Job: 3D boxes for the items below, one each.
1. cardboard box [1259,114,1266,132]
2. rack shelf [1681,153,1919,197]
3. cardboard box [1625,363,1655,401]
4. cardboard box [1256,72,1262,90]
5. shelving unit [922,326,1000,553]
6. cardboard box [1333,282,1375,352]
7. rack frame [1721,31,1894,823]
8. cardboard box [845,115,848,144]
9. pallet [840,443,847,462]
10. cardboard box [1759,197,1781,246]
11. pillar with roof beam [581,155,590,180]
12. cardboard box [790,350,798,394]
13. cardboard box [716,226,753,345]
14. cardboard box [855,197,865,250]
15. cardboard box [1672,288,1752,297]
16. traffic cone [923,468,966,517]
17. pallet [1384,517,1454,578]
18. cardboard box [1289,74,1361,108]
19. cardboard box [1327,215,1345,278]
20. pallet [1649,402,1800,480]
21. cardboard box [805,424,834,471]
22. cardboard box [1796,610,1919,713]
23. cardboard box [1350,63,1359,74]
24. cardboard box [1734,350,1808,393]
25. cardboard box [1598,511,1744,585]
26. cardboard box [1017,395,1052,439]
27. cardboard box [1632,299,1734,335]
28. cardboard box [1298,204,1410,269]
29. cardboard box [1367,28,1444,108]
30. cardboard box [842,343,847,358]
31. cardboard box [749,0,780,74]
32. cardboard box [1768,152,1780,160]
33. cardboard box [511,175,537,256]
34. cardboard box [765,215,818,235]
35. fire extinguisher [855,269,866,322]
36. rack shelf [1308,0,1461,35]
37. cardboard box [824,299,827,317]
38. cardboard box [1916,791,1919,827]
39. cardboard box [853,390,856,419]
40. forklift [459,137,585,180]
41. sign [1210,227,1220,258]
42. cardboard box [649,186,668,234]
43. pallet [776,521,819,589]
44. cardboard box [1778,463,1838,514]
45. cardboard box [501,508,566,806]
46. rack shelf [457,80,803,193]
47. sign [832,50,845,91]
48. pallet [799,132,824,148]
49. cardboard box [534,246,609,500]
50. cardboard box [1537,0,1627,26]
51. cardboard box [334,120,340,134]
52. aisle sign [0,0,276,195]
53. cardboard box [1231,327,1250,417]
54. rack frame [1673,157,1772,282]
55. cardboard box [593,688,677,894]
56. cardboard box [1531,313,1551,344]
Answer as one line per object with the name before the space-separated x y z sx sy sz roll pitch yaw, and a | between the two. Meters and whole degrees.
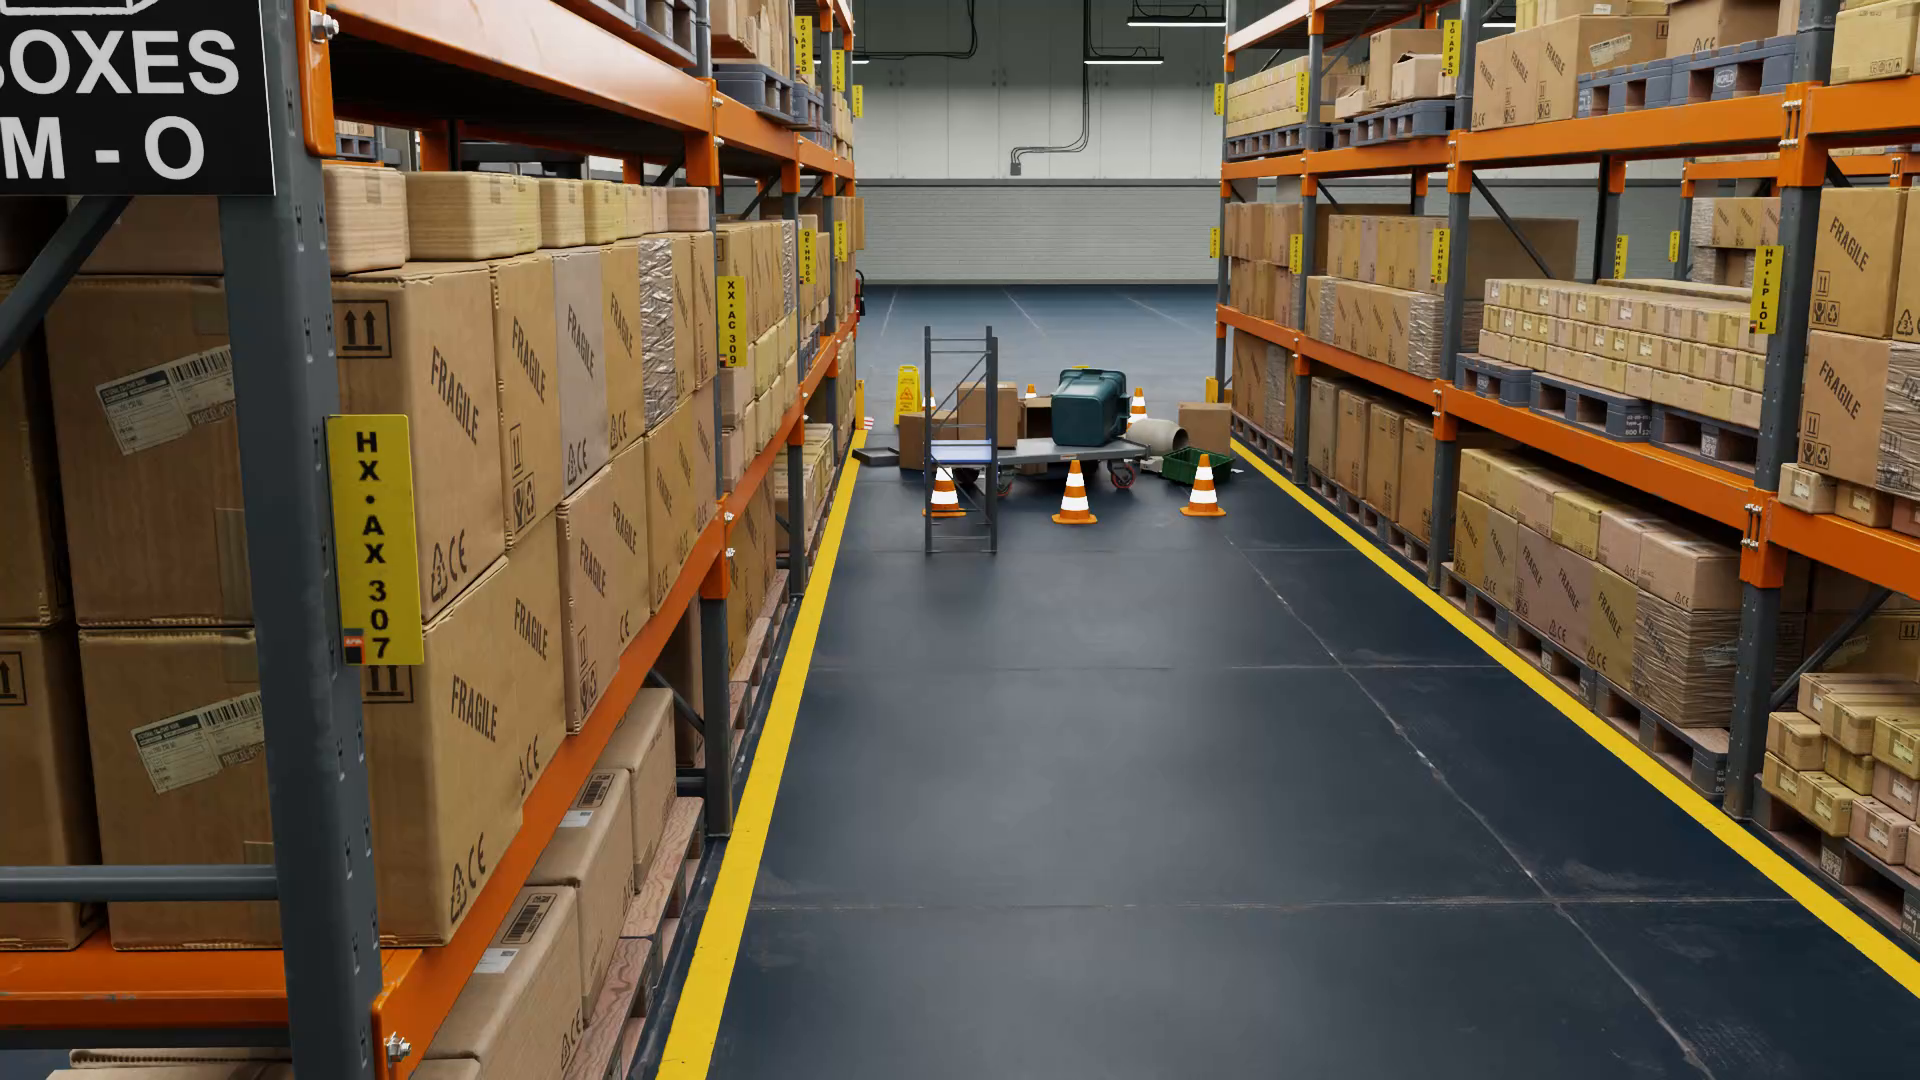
cardboard box | 3.037 -3.936 15.694 0.380 0.149 0.250 0 11 -1
rack shelf | 8.317 -3.475 15.908 1.077 0.370 4.000 0 11 -1
cardboard box | 3.331 -0.736 7.720 0.380 0.149 0.250 -1 11 -4
cardboard box | 3.034 -4.376 15.859 0.380 0.149 0.250 0 11 0
shelving unit | -0.002 -0.752 11.994 0.538 1.500 1.048 0 11 -1
cardboard box | 3.158 -1.703 12.658 0.500 0.500 0.500 0 11 -1
rack frame | 3.562 -0.369 6.335 1.000 3.000 0.127 0 11 -1
cardboard box | -1.315 -3.852 15.589 0.500 0.250 0.500 0 11 -1
pallet | -1.627 -0.929 16.107 1.003 0.211 1.213 0 11 -1
cardboard box | 8.046 -3.031 15.941 0.500 0.500 0.500 0 11 -1
pillar with roof beam | -3.550 -9.087 34.216 9.100 9.000 0.548 0 11 -1
cardboard box | -1.197 -0.951 9.579 0.500 0.250 0.500 -1 11 -3
cardboard box | -1.144 -1.057 6.961 0.500 0.500 0.500 0 11 -1
cardboard box | -1.287 -3.097 16.265 0.700 0.500 0.500 0 11 -2
cardboard box | 3.965 -1.240 8.707 0.380 0.149 0.250 0 11 -1
traffic cone | -0.125 -0.435 13.040 0.336 0.463 0.334 0 11 -1
pallet | 3.539 0.045 11.305 1.003 0.211 1.213 0 11 -1
cardboard box | 3.130 -3.853 14.286 0.500 0.250 0.500 0 11 -2
cardboard box | 3.413 -2.400 13.578 0.700 0.500 0.500 0 11 -2
pallet | 3.692 -0.428 7.106 1.003 0.211 1.213 0 11 -1
cardboard box | -1.537 -0.733 13.680 0.950 0.372 0.625 0 11 0
cardboard box | 3.812 0.502 7.271 0.500 0.500 0.500 0 11 1
cardboard box | 3.712 -4.177 14.879 0.380 0.149 0.250 0 11 -2
cardboard box | 3.357 -0.676 6.674 0.380 0.149 0.250 0 11 1
cardboard box | 3.297 0.033 7.696 0.500 0.250 0.500 0 11 2
cardboard box | 0.935 -1.152 16.472 0.797 0.503 0.637 -10 15 -40
cardboard box | 3.342 -1.028 7.663 0.380 0.149 0.250 -1 11 -3
cardboard box | 3.424 -2.636 14.413 0.875 0.550 0.550 0 11 -1
cardboard box | 3.164 -3.283 11.592 0.500 0.500 0.500 0 11 -1
cardboard box | -1.256 -1.762 15.541 0.380 0.149 0.250 0 11 2
cardboard box | -1.141 -2.500 7.984 0.500 0.500 0.500 0 11 -1
cardboard box | 8.066 -3.750 15.833 0.500 0.250 0.500 0 11 1
cardboard box | -1.023 -0.618 3.166 0.380 0.149 0.250 -1 11 -3
cardboard box | -1.258 -2.355 12.437 0.380 0.149 0.250 -1 11 -4
fire extinguisher | -1.174 -2.701 18.023 0.296 0.674 0.183 0 11 -1
rack shelf | 3.438 -3.953 11.729 1.077 0.370 4.000 0 11 -1
cardboard box | -1.234 -1.797 12.948 0.380 0.149 0.250 0 11 -2
cardboard box | 3.389 0.902 5.437 0.380 0.149 0.250 -1 11 -4
cardboard box | -1.346 -1.408 17.315 0.500 0.250 0.500 0 11 -1
forklift | -3.046 -1.503 12.094 1.130 2.935 3.031 0 11 0
sign | 2.759 -3.217 17.993 0.100 0.325 0.005 0 11 -1
cardboard box | -1.163 -1.073 5.406 0.380 0.149 0.250 0 11 0
pallet | -1.482 0.087 11.098 1.003 0.211 1.213 0 11 -1
cardboard box | 3.241 -0.188 6.076 0.380 0.149 0.250 0 11 1
cardboard box | -1.063 0.220 3.177 0.500 0.500 0.500 0 11 -2
rack shelf | -1.426 -1.844 7.868 1.077 0.370 4.000 0 11 -1
sign | -0.995 -3.839 13.600 0.100 0.325 0.005 0 11 -1
pallet | -1.619 -2.968 12.071 1.213 0.211 1.003 0 11 -1
cardboard box | -1.063 -0.374 3.593 0.500 0.500 0.500 0 11 -2
cardboard box | 3.268 -2.824 8.714 0.396 0.266 0.258 0 11 -1
cardboard box | -6.421 -4.176 15.995 0.700 0.500 0.500 0 11 -1
aisle sign | -1.011 -0.795 1.893 0.394 0.787 0.004 0 11 -1
cardboard box | 3.394 -1.785 17.599 0.875 0.875 0.875 0 11 -1
rack frame | 8.275 -2.755 18.094 1.000 3.000 0.127 0 11 -1
cardboard box | -1.479 0.846 5.731 0.875 0.438 0.875 0 11 -2
cardboard box | 3.311 -1.139 8.956 0.380 0.149 0.250 0 11 -1
